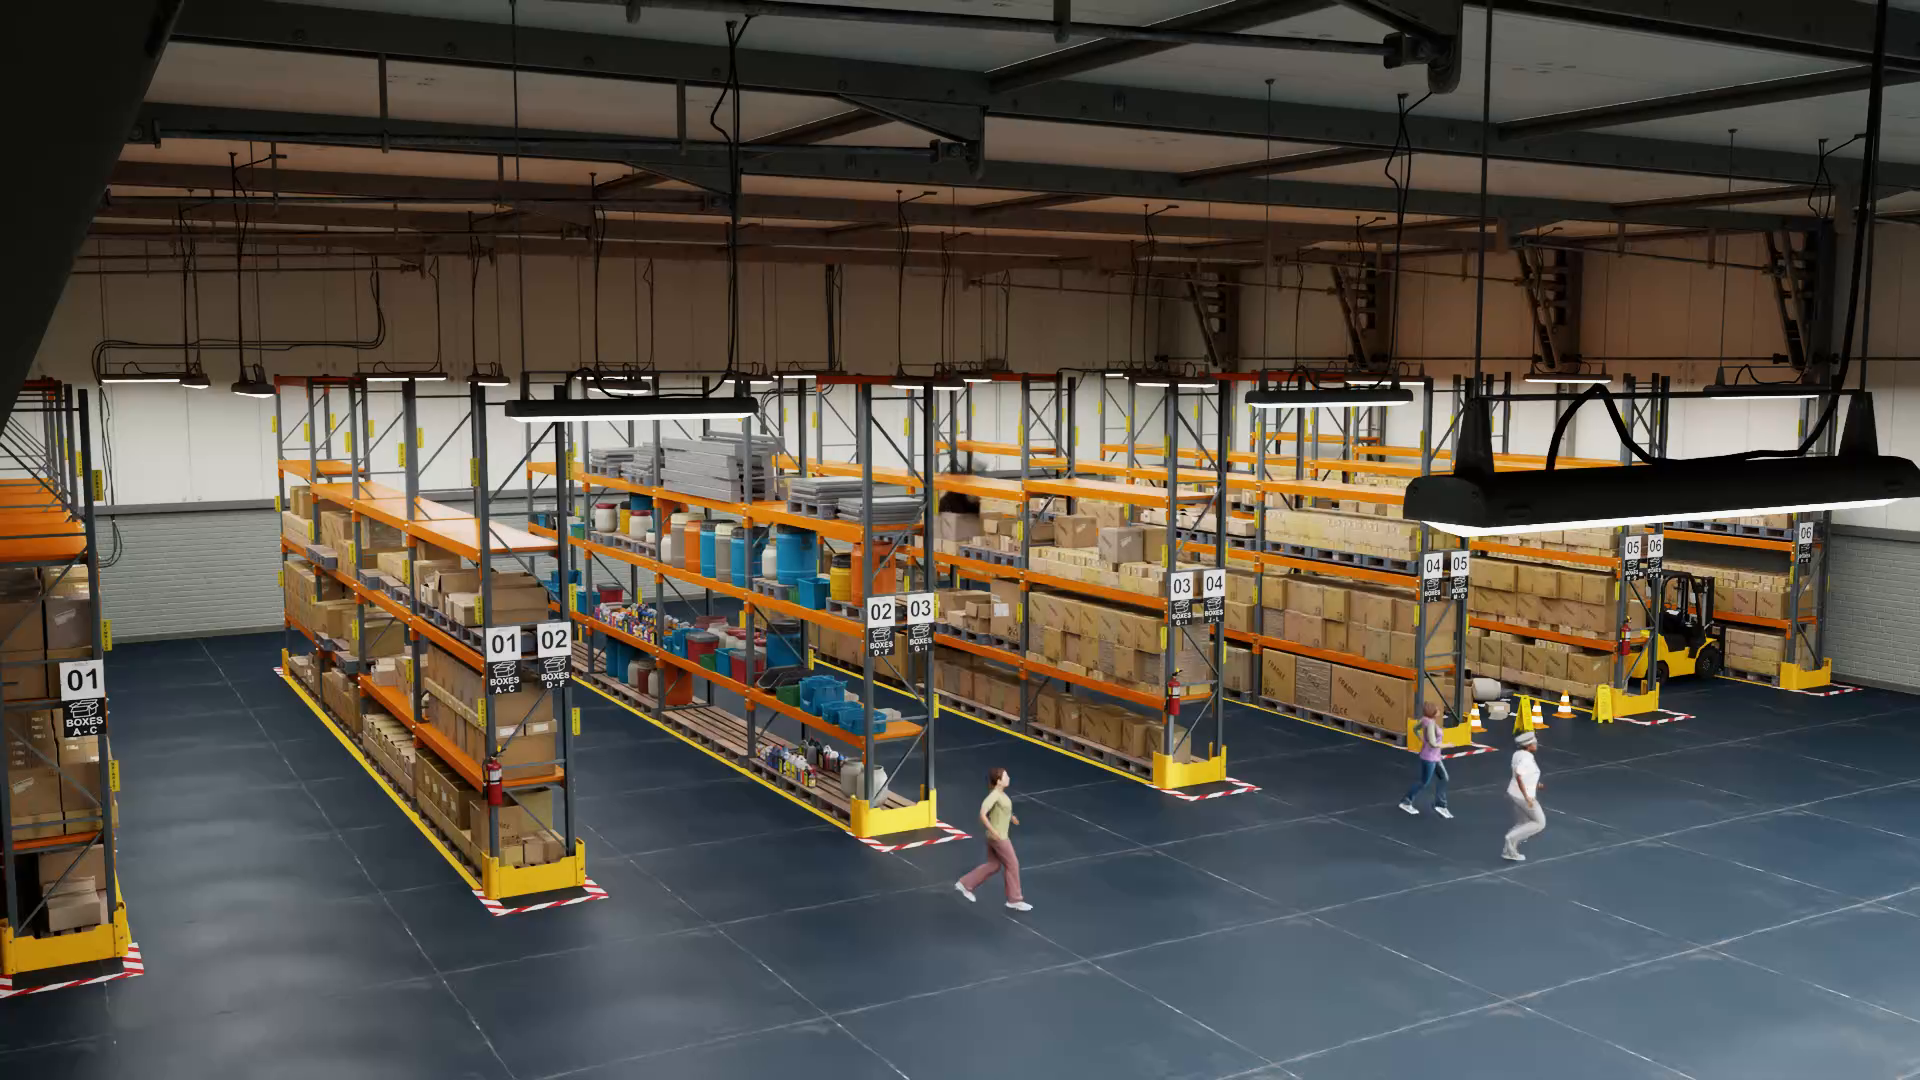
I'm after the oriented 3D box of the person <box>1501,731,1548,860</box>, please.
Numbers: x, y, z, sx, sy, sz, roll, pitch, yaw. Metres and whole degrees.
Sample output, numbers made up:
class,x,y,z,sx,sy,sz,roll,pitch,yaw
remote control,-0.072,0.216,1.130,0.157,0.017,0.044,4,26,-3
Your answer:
class,x,y,z,sx,sy,sz,roll,pitch,yaw
person,7.155,3.230,20.964,0.585,1.642,0.561,0,6,-1

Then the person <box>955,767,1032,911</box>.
class,x,y,z,sx,sy,sz,roll,pitch,yaw
person,0.388,3.423,19.097,0.894,1.673,0.587,0,6,-2

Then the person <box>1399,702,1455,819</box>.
class,x,y,z,sx,sy,sz,roll,pitch,yaw
person,6.445,3.039,22.915,0.720,1.635,0.544,2,6,15
